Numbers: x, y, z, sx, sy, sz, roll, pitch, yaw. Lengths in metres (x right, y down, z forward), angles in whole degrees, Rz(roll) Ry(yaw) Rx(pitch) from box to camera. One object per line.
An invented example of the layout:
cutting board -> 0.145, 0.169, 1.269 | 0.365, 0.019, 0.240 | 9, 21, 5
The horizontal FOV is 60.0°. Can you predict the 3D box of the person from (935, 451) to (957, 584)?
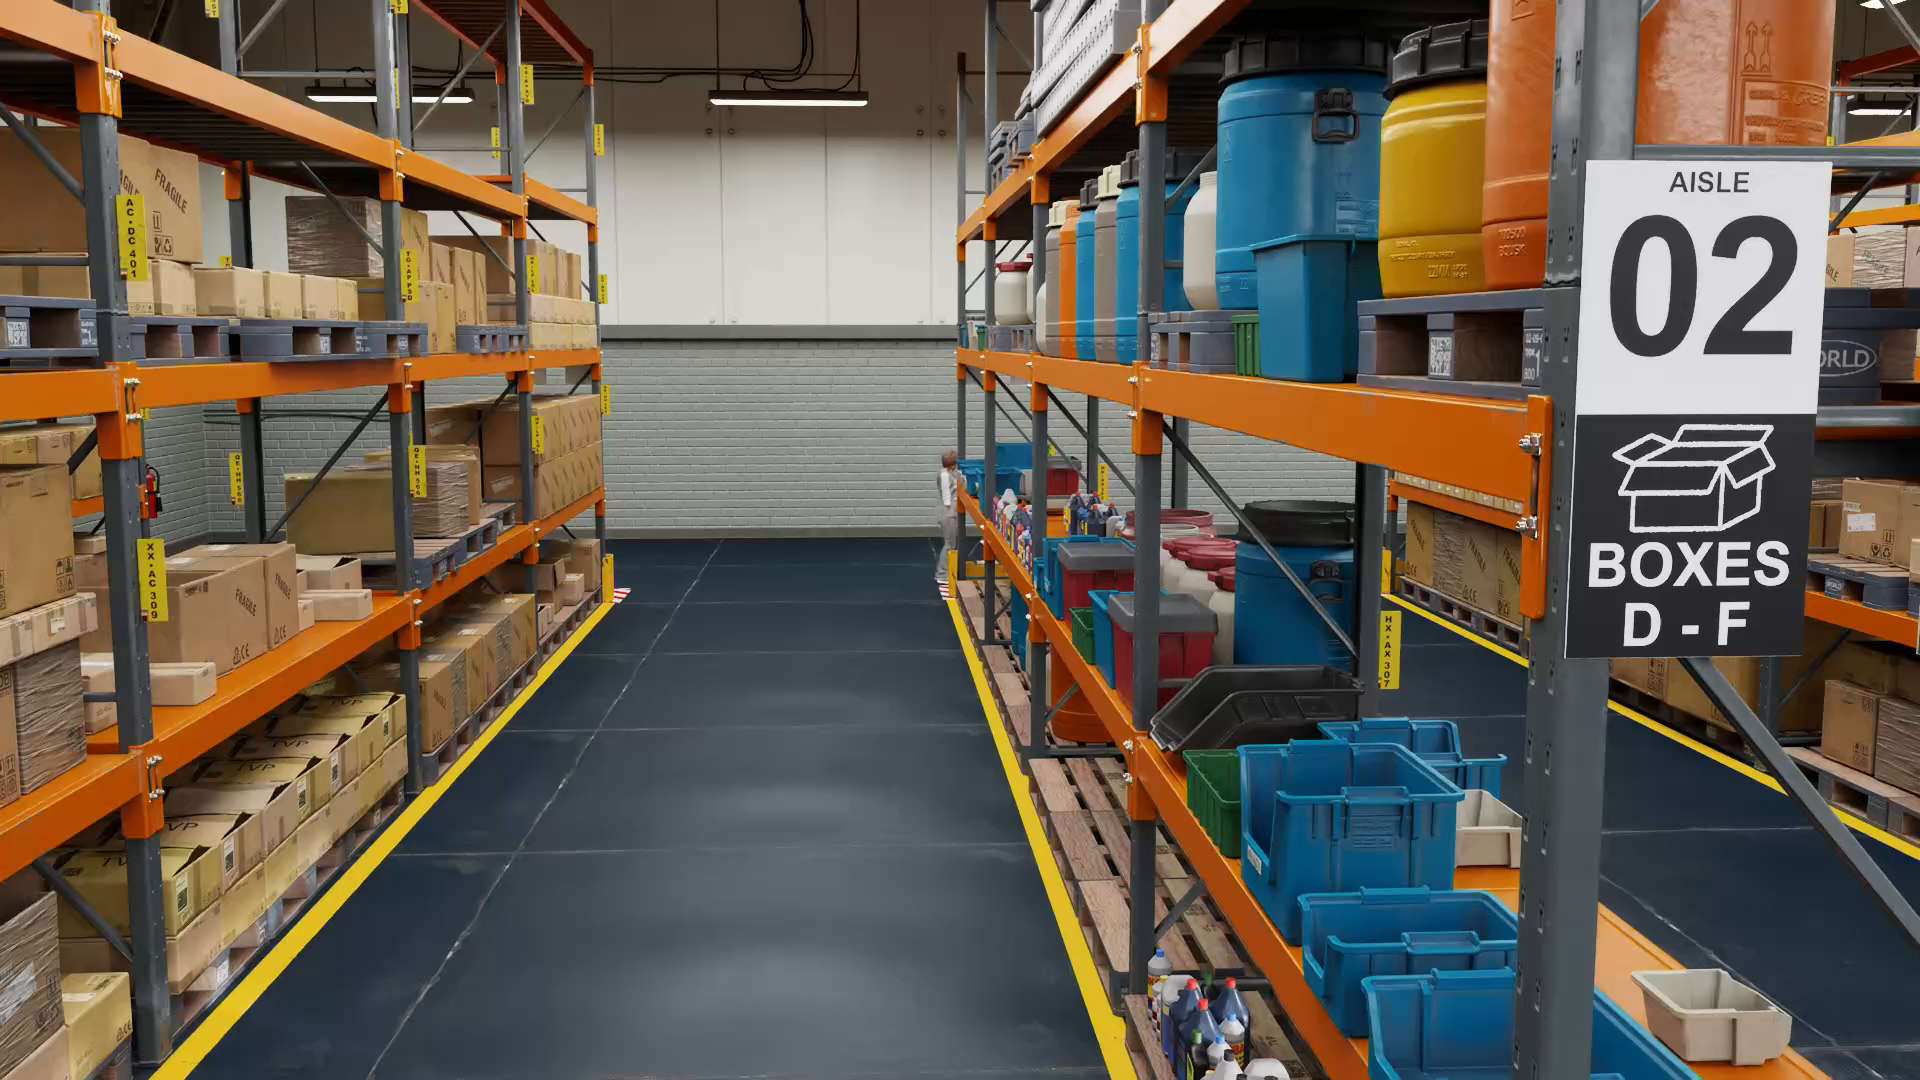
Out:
person -> -0.139, -0.267, 19.860 | 0.298, 1.574, 0.410 | 0, 7, 4
